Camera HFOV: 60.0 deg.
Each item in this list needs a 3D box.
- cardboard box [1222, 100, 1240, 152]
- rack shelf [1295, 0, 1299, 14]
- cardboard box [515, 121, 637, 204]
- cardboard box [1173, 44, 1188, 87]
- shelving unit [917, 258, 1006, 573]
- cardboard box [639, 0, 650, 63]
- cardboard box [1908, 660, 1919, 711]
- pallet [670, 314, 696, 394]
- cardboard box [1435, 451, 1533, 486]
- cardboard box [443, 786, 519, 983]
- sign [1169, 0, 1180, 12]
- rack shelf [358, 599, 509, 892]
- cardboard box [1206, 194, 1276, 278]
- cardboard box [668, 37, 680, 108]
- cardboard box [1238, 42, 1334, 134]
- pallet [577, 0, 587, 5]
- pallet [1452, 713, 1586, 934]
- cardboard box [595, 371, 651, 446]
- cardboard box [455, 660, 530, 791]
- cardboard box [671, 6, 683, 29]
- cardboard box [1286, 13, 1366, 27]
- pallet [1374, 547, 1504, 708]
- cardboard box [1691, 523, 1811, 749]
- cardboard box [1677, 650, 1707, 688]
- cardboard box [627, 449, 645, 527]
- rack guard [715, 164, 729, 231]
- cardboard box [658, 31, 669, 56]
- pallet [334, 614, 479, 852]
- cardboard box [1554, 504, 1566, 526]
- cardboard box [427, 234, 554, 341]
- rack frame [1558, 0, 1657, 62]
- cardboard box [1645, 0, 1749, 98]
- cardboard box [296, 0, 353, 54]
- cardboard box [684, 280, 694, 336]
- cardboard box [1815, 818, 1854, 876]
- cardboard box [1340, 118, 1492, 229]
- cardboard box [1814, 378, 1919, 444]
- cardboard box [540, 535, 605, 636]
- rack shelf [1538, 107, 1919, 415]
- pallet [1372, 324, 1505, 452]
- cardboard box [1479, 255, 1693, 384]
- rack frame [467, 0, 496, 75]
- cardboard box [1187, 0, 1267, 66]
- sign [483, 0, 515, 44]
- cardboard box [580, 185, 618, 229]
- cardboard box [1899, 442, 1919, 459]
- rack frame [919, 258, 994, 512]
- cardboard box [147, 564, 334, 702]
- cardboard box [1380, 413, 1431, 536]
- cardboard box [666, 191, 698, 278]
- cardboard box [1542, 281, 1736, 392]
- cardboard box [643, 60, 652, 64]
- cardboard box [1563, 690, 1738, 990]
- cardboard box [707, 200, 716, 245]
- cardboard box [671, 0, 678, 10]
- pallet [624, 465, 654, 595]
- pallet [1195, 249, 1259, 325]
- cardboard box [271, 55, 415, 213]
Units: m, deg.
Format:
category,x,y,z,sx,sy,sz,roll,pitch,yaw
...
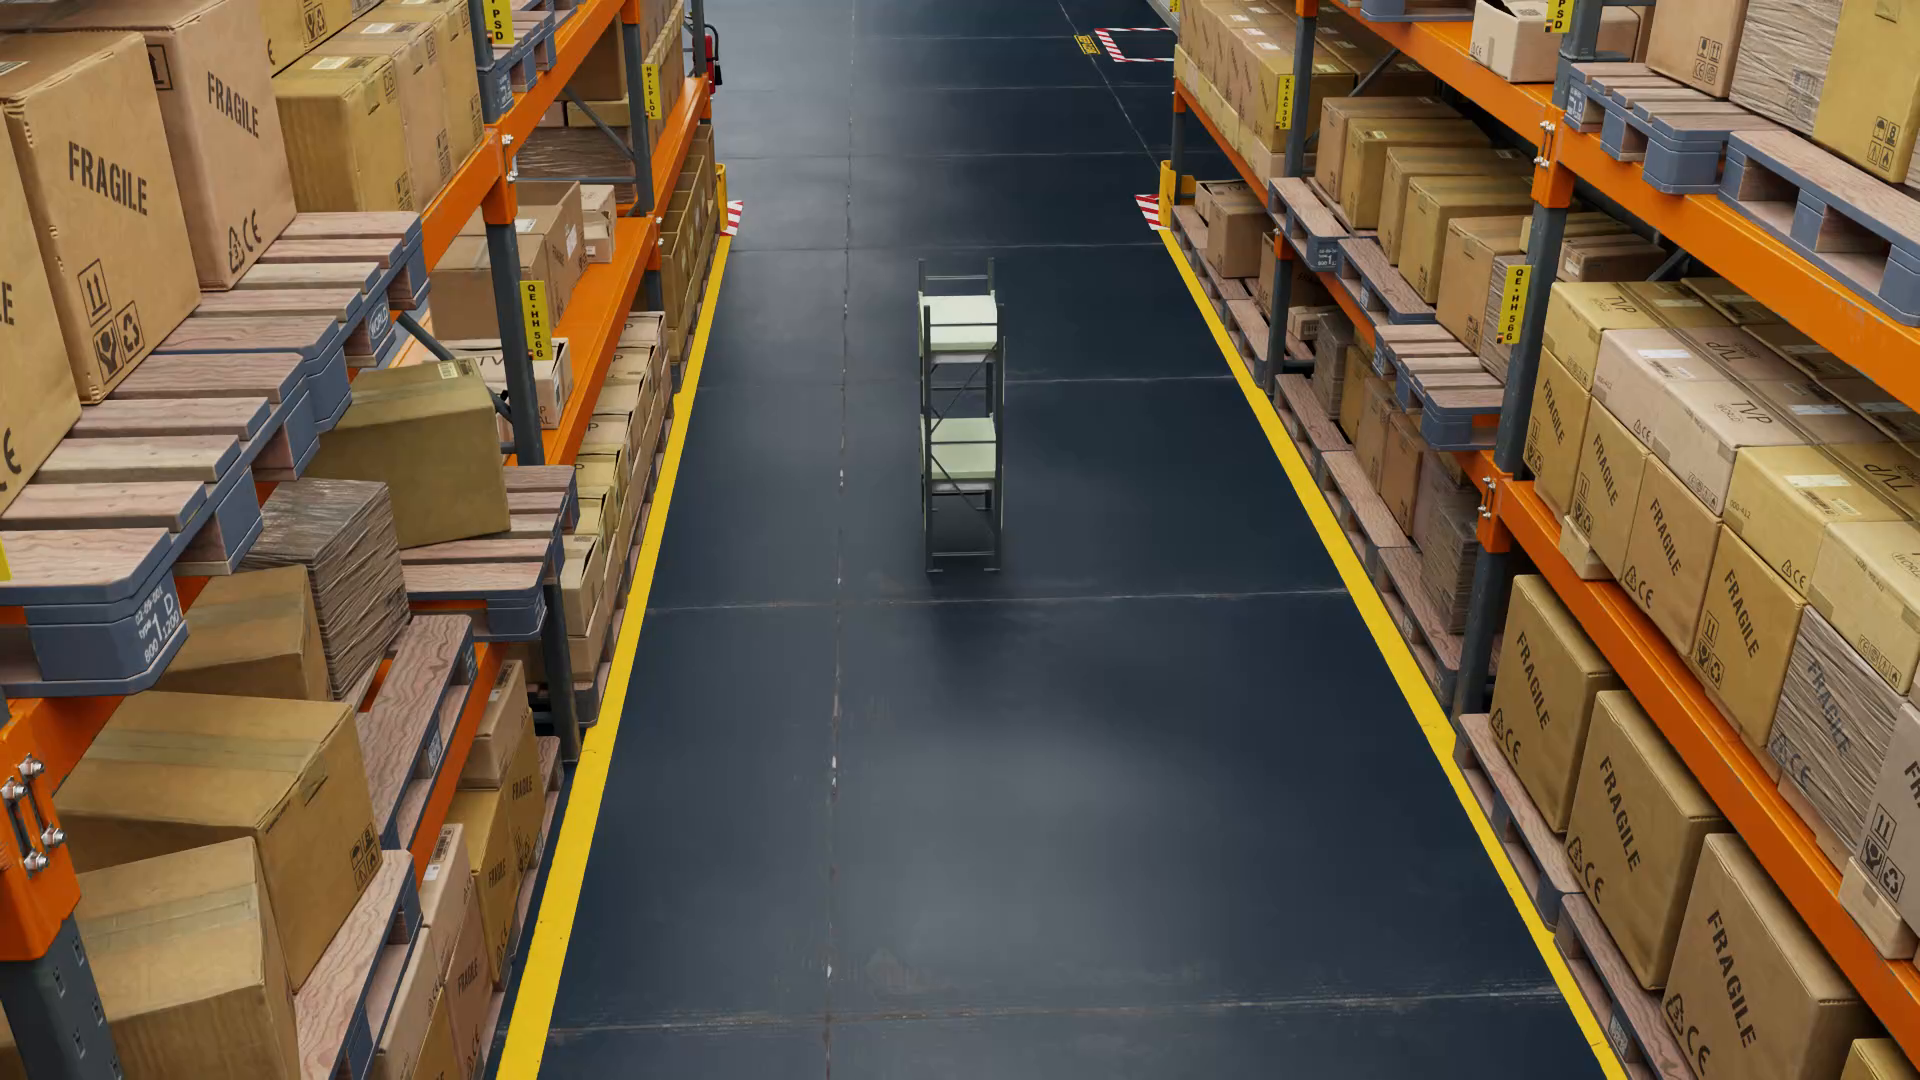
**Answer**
category,x,y,z,sx,sy,sz,roll,pitch,yaw
cardboard box,2.159,-2.940,11.784,0.500,0.250,0.500,-2,28,-3
rack shelf,2.441,-4.259,11.706,1.077,0.370,4.000,-1,28,-3
cardboard box,-2.431,-2.452,10.600,0.700,0.500,0.500,-2,28,-4
cardboard box,2.045,-3.881,13.588,0.500,0.250,0.500,-2,28,-4
shelving unit,0.000,-0.668,8.909,0.431,1.500,0.755,-1,28,-3
cardboard box,-2.484,-3.492,11.190,0.700,0.500,0.500,-1,28,-3
cardboard box,2.666,0.407,3.964,0.500,0.250,0.500,-1,28,-2
pallet,-2.401,-1.335,11.581,1.003,0.211,1.213,-1,28,-3
cardboard box,2.698,-0.492,8.367,0.500,0.250,0.500,-1,28,-2
cardboard box,-1.882,1.223,5.889,0.500,0.500,0.500,-2,28,-5
sign,1.795,-4.542,13.779,0.100,0.325,0.005,-1,28,-3
rack shelf,-2.088,0.887,5.084,1.077,0.370,4.000,-1,28,-3
cardboard box,2.301,-2.333,12.707,0.700,0.500,0.500,-3,28,-6
cardboard box,-2.566,-3.636,12.870,0.700,0.500,0.500,-1,28,-1
cardboard box,2.180,-3.040,11.165,0.500,0.500,0.500,-2,28,-3
pallet,-2.342,-3.041,8.800,0.805,0.209,1.217,-2,28,-5
pallet,2.720,1.125,6.864,1.003,0.211,1.213,-1,28,-3
cardboard box,-2.037,-0.768,9.392,0.500,0.311,0.500,-1,28,-3
cardboard box,-1.902,0.677,6.124,0.500,0.250,0.500,0,28,-1
cardboard box,-2.385,-4.089,13.038,0.380,0.149,0.250,-1,28,-1
cardboard box,2.648,-3.530,12.104,0.500,0.500,0.500,-1,28,-2
pallet,2.715,0.398,8.258,1.003,0.211,1.213,-1,28,-3
cardboard box,2.602,0.280,5.018,0.500,0.500,0.500,-1,28,-1
cardboard box,2.635,0.377,5.534,0.380,0.149,0.250,-1,28,-2
cardboard box,-2.013,-0.281,9.064,0.500,0.250,0.500,-1,28,-2
rack guard,-2.611,-2.953,14.371,1.175,0.500,0.348,-1,28,-3
cardboard box,-2.331,-3.612,12.123,0.380,0.149,0.250,-1,28,-1
pallet,-2.086,0.627,5.011,1.003,0.211,1.213,-1,28,-3
cardboard box,2.545,-0.100,6.449,0.380,0.149,0.250,-1,28,-2
cardboard box,-2.296,-1.175,8.150,0.500,0.500,0.500,-3,28,-5
rack frame,2.754,-3.137,5.534,1.000,3.000,0.127,-1,28,-3
cardboard box,2.837,-1.828,5.684,0.700,0.500,0.500,-3,28,-7
cardboard box,-2.149,-1.736,4.902,0.500,0.500,0.500,-1,28,-3
cardboard box,-2.144,-1.623,11.636,0.500,0.250,0.500,-1,28,-3
cardboard box,2.639,0.852,4.623,0.380,0.149,0.250,-1,28,-3
cardboard box,2.560,-2.070,9.391,0.700,0.500,0.500,1,28,3
cardboard box,3.084,-0.315,5.348,0.500,0.250,0.500,-2,28,-4
cardboard box,-1.926,0.180,7.575,0.500,0.311,0.500,0,28,-1
rack shelf,2.859,-0.564,4.623,1.077,0.370,4.000,-1,28,-3
pallet,2.611,-0.719,7.591,1.213,0.211,1.003,-1,28,-3
cardboard box,2.720,-0.933,7.212,0.700,0.500,0.500,-5,28,-9
rack frame,-2.192,-3.016,5.301,1.000,3.000,0.127,-1,28,-3
cardboard box,2.077,-3.990,12.986,0.500,0.500,0.500,-1,28,-2
sign,-1.650,-1.927,5.898,0.100,0.325,0.005,-1,28,-3
cardboard box,-2.332,-1.910,9.831,0.500,0.250,0.500,0,28,1
cardboard box,3.111,-0.080,4.897,0.500,0.250,0.500,-2,28,-4
rack frame,-0.019,-0.837,9.233,0.400,1.500,0.023,-1,28,-3
cardboard box,-2.137,0.447,4.588,0.700,0.500,0.500,-8,29,-16
cardboard box,2.700,-0.365,8.933,0.700,0.500,0.500,-2,28,-3
cardboard box,-2.165,-2.186,11.906,0.500,0.500,0.500,-1,28,-3
cardboard box,2.522,-0.765,6.212,0.500,0.250,0.500,-1,28,-1
cardboard box,-2.276,-3.135,11.208,0.380,0.149,0.250,-2,28,-4
cardboard box,2.701,1.037,5.888,0.750,0.750,0.750,-2,28,-3
cardboard box,-2.249,-2.546,13.407,0.500,0.250,0.500,-1,28,-3
cardboard box,-2.596,-4.429,12.988,0.700,0.500,0.500,-1,28,-2
pallet,-2.257,-0.063,9.142,1.003,0.211,1.213,-1,28,-3
pallet,2.408,-1.962,12.783,1.003,0.211,1.213,-1,28,-3
cardboard box,-2.082,-1.054,4.675,0.910,0.500,0.500,-1,28,-3
